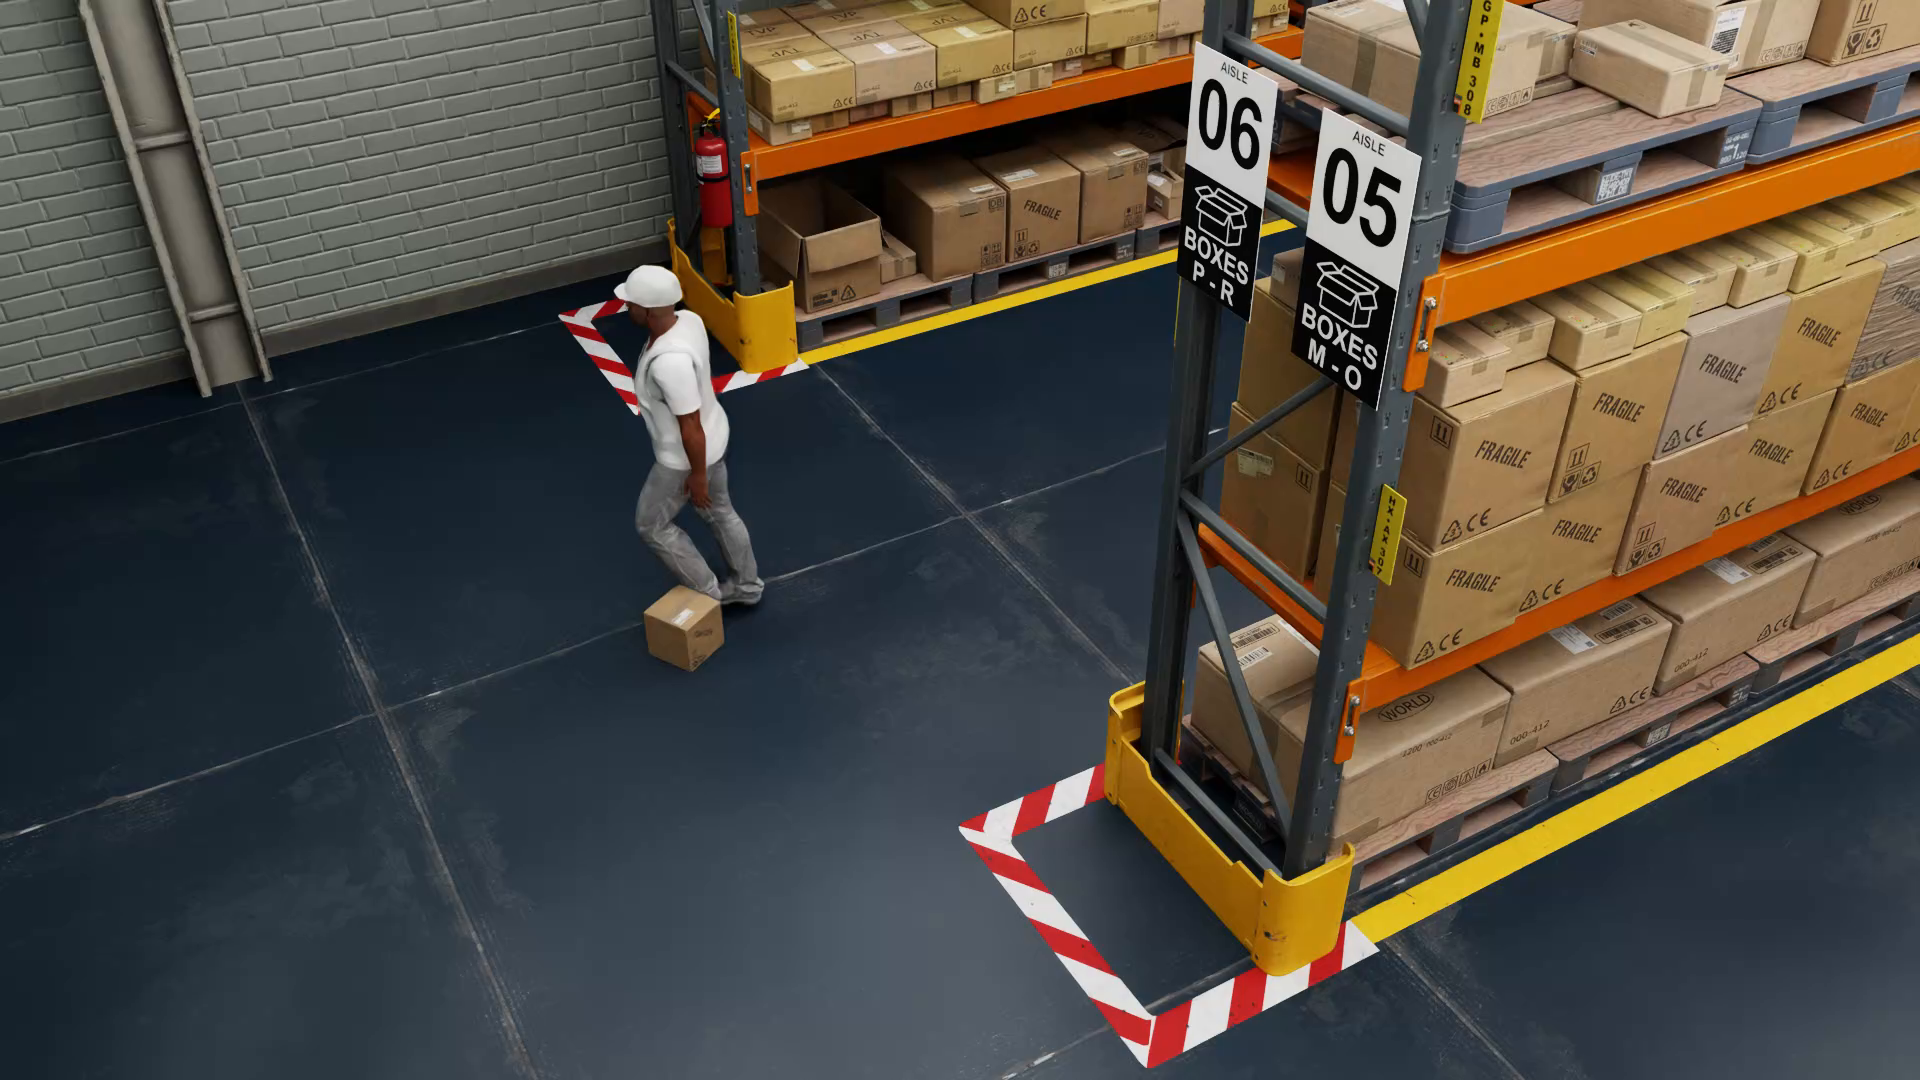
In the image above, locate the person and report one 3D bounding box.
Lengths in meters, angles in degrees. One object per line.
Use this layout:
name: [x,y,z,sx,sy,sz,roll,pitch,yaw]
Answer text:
person: [-1.195,-0.418,7.450,0.541,1.756,0.601,2,37,3]
